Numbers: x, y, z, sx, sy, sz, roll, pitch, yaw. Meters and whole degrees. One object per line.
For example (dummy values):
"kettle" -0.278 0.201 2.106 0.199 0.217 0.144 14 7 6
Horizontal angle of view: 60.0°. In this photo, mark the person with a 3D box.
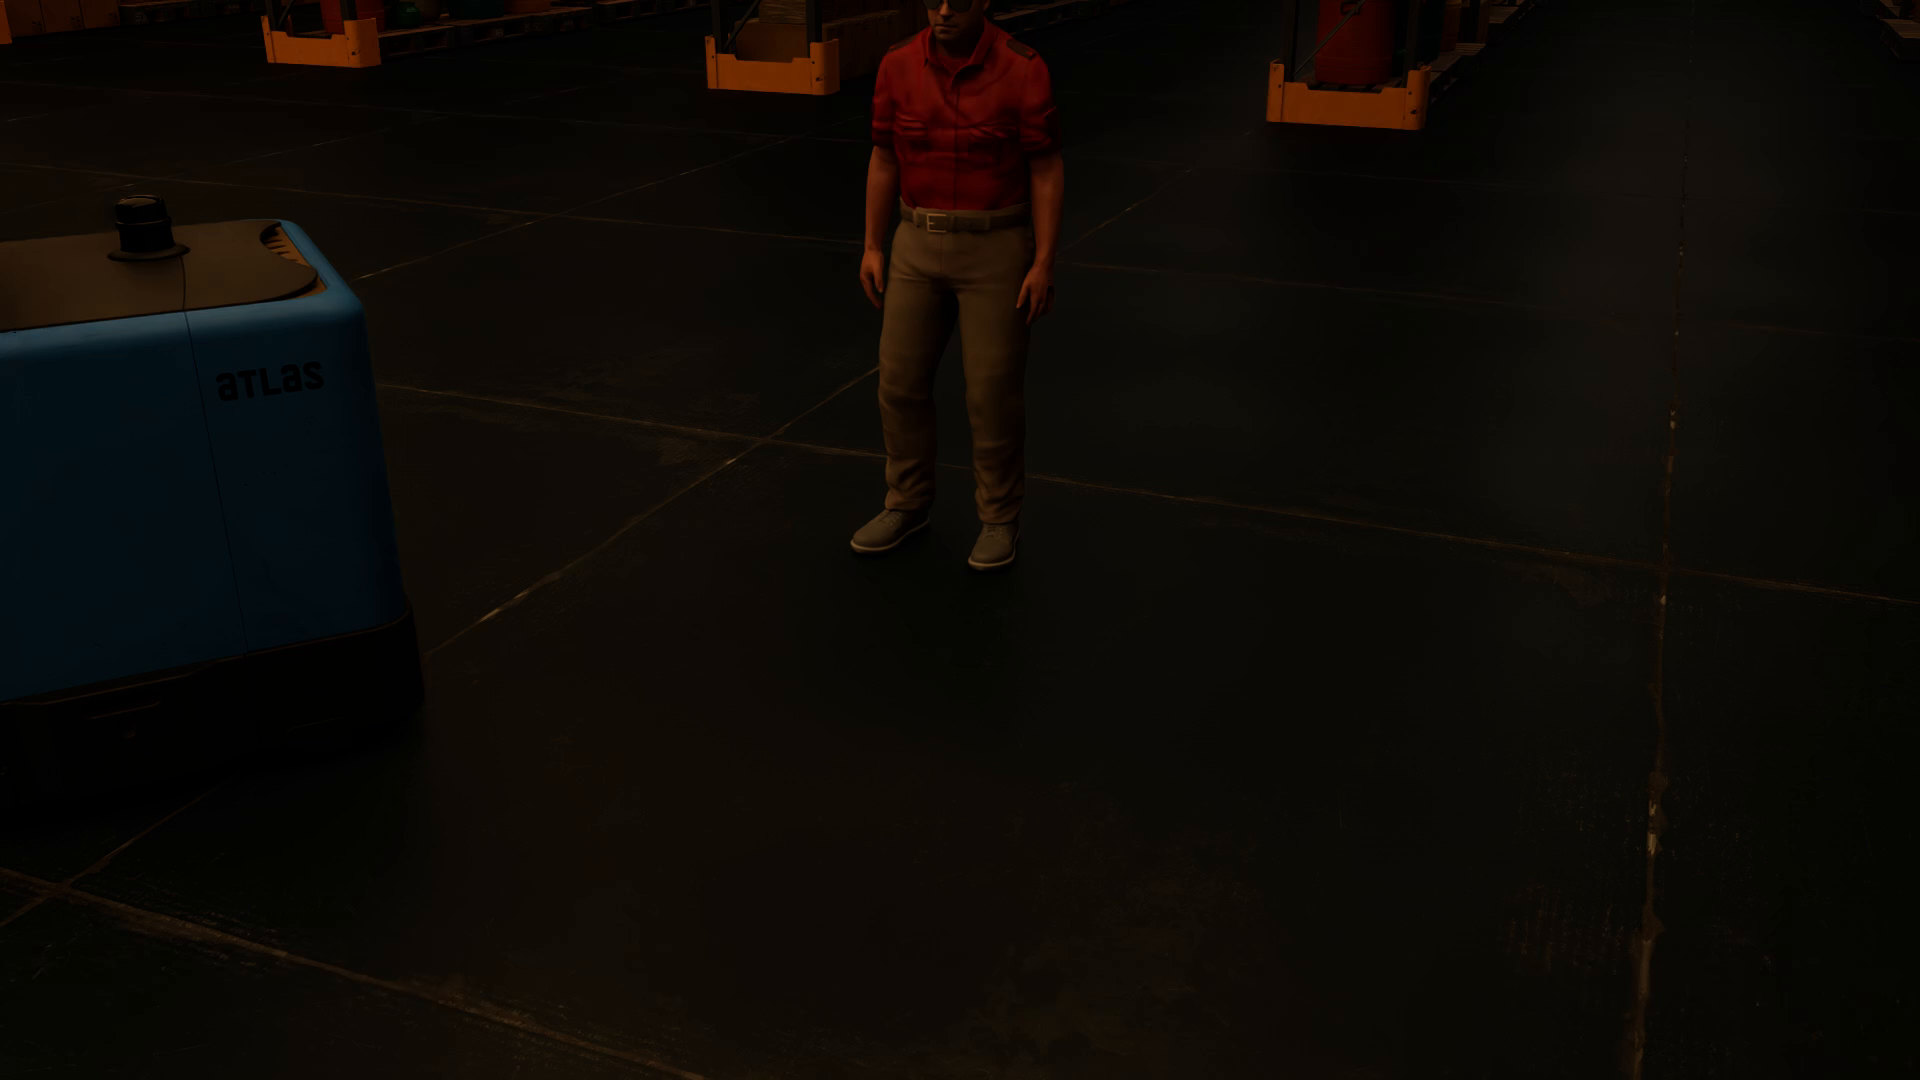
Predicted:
"person" -0.007 -0.783 4.725 0.587 1.726 0.396 8 24 19

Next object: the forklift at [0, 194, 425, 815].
"forklift" -2.828 -0.780 3.158 3.031 2.935 1.130 -12 25 -26
